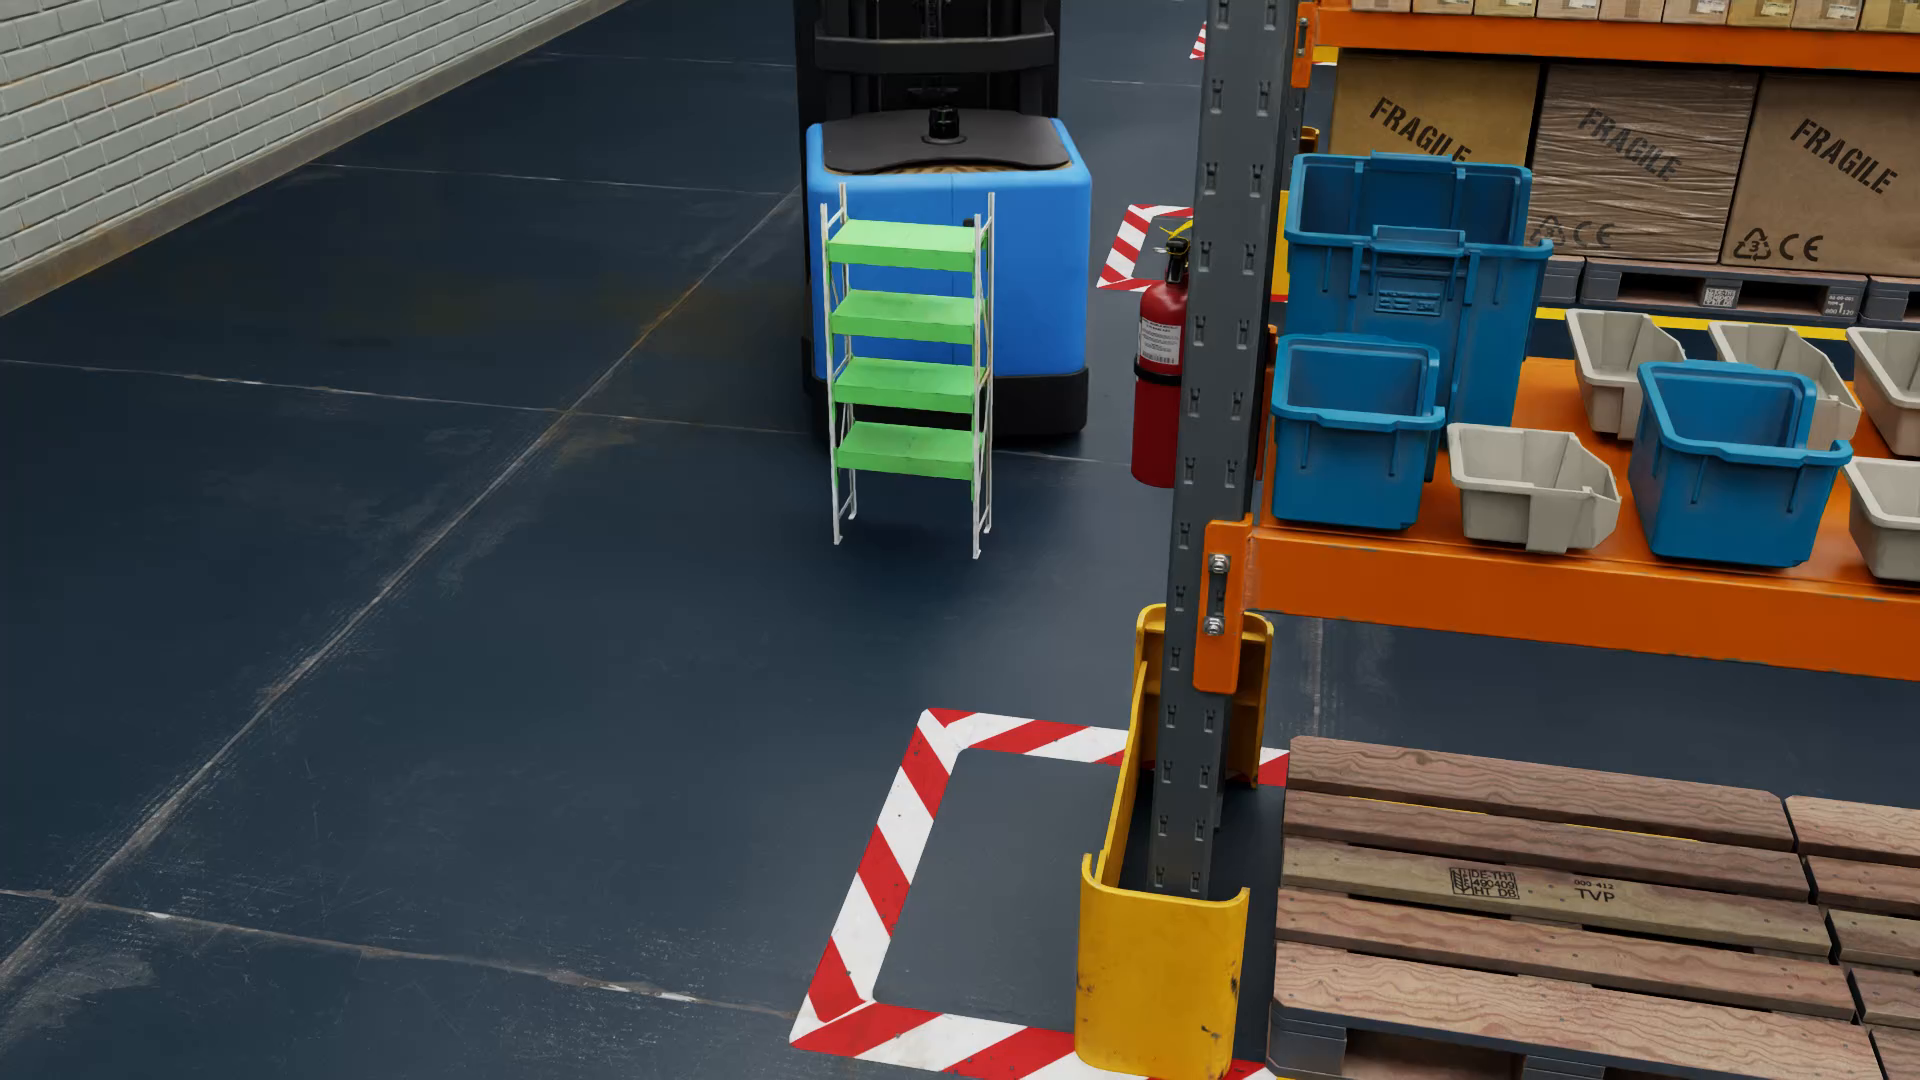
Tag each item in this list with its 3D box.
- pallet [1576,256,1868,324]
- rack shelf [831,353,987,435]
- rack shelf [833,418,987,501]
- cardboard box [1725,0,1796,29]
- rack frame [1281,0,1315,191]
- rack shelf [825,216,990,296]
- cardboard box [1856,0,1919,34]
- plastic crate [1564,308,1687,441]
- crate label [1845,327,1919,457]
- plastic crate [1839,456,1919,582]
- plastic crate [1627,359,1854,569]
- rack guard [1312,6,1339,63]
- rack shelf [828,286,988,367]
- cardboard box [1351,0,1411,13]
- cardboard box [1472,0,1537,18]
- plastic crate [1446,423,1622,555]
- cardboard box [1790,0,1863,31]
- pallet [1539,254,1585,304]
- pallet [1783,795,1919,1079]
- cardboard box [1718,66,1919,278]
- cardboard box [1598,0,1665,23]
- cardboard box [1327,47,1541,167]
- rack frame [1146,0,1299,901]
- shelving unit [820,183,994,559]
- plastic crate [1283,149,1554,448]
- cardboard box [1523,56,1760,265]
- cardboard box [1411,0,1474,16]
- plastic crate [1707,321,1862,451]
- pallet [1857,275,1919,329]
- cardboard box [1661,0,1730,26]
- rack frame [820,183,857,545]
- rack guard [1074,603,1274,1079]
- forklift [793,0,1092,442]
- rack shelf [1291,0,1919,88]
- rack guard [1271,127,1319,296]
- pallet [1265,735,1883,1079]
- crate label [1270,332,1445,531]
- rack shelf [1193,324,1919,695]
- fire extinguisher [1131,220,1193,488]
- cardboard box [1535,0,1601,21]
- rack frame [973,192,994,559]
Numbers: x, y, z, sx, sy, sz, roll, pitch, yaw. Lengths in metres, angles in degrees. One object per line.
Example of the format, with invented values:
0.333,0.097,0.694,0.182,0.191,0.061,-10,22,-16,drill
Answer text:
3.580,-1.363,8.019,1.213,0.211,1.003,6,29,11,pallet
-0.162,-0.487,5.523,0.480,0.148,0.258,6,29,11,rack shelf
-0.162,-0.276,5.638,0.480,0.148,0.258,6,29,11,rack shelf
3.375,-2.298,7.086,0.250,0.149,0.380,5,29,9,cardboard box
1.592,-2.753,7.654,0.127,3.000,1.000,6,29,11,rack frame
-0.162,-0.908,5.292,0.480,0.148,0.258,6,29,11,rack shelf
3.880,-2.247,6.992,0.250,0.149,0.380,5,29,10,cardboard box
1.393,-0.341,3.461,0.243,0.136,0.396,6,29,11,plastic crate
1.951,-0.288,3.365,0.243,0.136,0.396,6,29,11,crate label
1.690,-0.019,2.873,0.298,0.136,0.250,6,29,11,plastic crate
1.374,-0.134,2.983,0.300,0.233,0.416,6,29,11,plastic crate
2.801,-3.968,12.477,0.348,0.500,1.175,6,29,11,rack guard
-0.162,-0.697,5.408,0.480,0.148,0.258,6,29,11,rack shelf
1.870,-2.452,7.367,0.250,0.149,0.380,6,29,11,cardboard box
2.372,-2.401,7.274,0.250,0.149,0.380,5,29,9,cardboard box
1.027,-0.087,2.997,0.298,0.136,0.250,6,29,11,plastic crate
3.632,-2.273,7.040,0.250,0.149,0.380,6,29,11,cardboard box
2.390,-1.486,8.245,1.213,0.211,1.003,6,29,11,pallet
2.545,1.021,3.666,1.213,0.211,1.003,6,29,11,pallet
3.995,-1.798,7.686,0.875,0.875,0.875,6,29,11,cardboard box
2.875,-2.350,7.180,0.250,0.149,0.380,5,29,10,cardboard box
2.234,-1.978,8.015,0.875,0.875,0.875,6,29,11,cardboard box
0.558,-0.427,3.406,0.127,3.000,1.000,6,29,11,rack frame
-0.162,-0.543,5.492,0.503,1.200,0.258,6,29,11,shelving unit
0.924,-0.523,3.482,0.499,0.435,0.616,6,29,11,plastic crate
3.124,-1.887,7.849,0.875,0.875,0.875,6,29,11,cardboard box
2.121,-2.427,7.321,0.250,0.149,0.380,5,29,10,cardboard box
1.673,-0.305,3.395,0.243,0.136,0.396,6,29,11,plastic crate
4.776,-1.241,7.798,1.213,0.211,1.003,6,29,11,pallet
3.128,-2.324,7.133,0.250,0.149,0.380,6,29,10,cardboard box
-0.401,-0.567,5.537,0.015,1.200,0.240,6,29,11,rack frame
0.531,0.673,3.999,0.348,0.500,1.175,6,29,11,rack guard
-0.156,-2.334,6.961,1.130,2.935,3.031,-2,29,-4,forklift
3.548,-2.237,7.461,4.000,0.370,1.077,6,29,11,rack shelf
1.568,-1.659,8.259,0.348,0.500,1.175,6,29,11,rack guard
1.356,0.897,3.891,1.213,0.211,1.003,6,29,11,pallet
0.730,-0.200,3.104,0.303,0.233,0.416,6,29,11,crate label
2.513,0.089,3.212,4.000,0.370,1.077,6,29,11,rack shelf
0.505,-0.458,3.931,0.183,0.674,0.296,6,29,11,fire extinguisher
2.627,-2.376,7.228,0.250,0.149,0.380,5,29,10,cardboard box
0.077,-0.518,5.447,0.015,1.200,0.240,6,29,11,rack frame
